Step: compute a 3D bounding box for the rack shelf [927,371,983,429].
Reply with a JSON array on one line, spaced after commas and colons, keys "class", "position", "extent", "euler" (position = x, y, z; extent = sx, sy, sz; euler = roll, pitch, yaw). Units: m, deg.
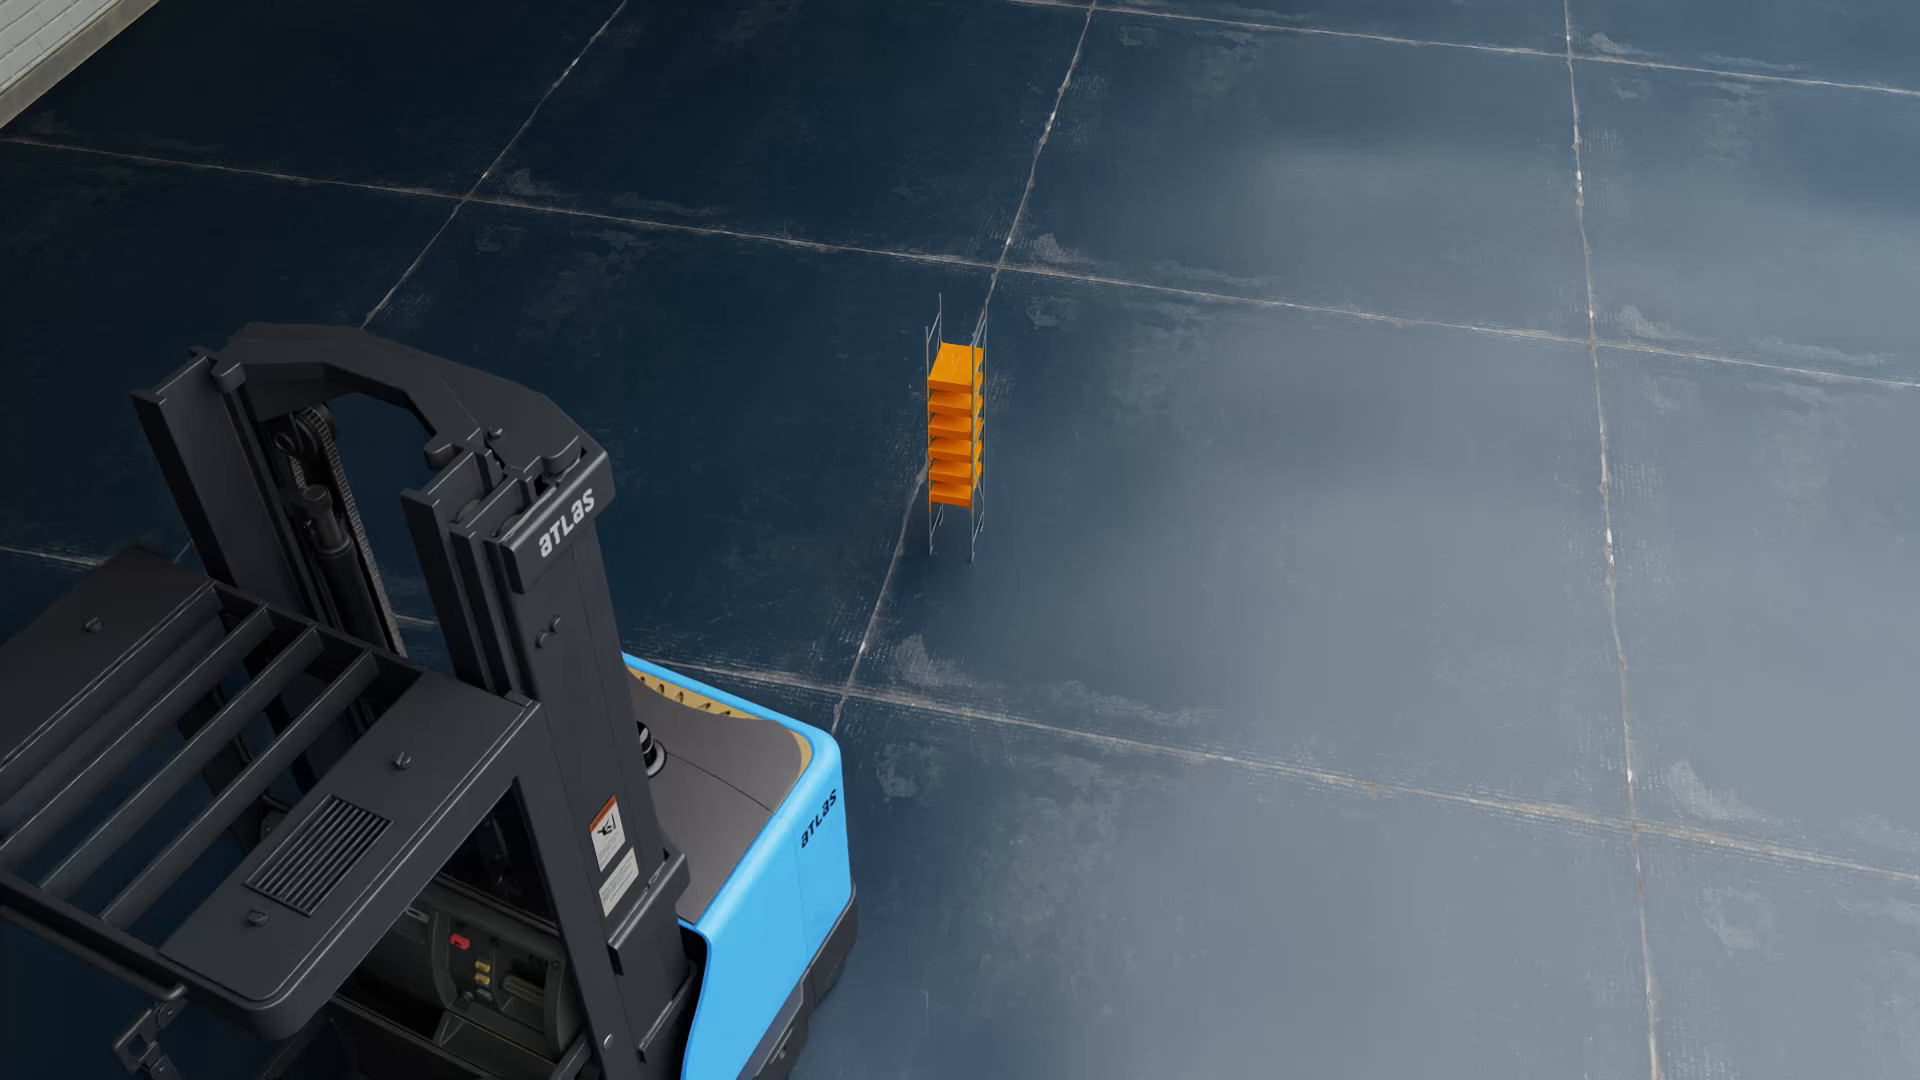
[{"class": "rack shelf", "position": [-0.014, -0.575, 6.661], "extent": [0.180, 0.103, 0.258], "euler": [9, 45, 9]}]

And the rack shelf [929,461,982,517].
[{"class": "rack shelf", "position": [-0.014, -0.230, 6.993], "extent": [0.180, 0.103, 0.258], "euler": [9, 45, 9]}]

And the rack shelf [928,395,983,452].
[{"class": "rack shelf", "position": [-0.014, -0.489, 6.744], "extent": [0.180, 0.103, 0.258], "euler": [9, 45, 9]}]

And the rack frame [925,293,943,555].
[{"class": "rack frame", "position": [-0.103, -0.448, 6.811], "extent": [0.006, 1.200, 0.240], "euler": [9, 45, 9]}]

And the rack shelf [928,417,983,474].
[{"class": "rack shelf", "position": [-0.014, -0.402, 6.827], "extent": [0.180, 0.103, 0.258], "euler": [9, 45, 9]}]

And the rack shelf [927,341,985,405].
[{"class": "rack shelf", "position": [-0.014, -0.662, 6.577], "extent": [0.180, 0.103, 0.258], "euler": [9, 45, 9]}]

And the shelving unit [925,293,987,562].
[{"class": "shelving unit", "position": [-0.014, -0.434, 6.796], "extent": [0.189, 1.200, 0.258], "euler": [9, 45, 9]}]

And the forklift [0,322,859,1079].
[{"class": "forklift", "position": [-1.448, 1.088, 3.966], "extent": [1.130, 2.935, 3.031], "euler": [19, 47, 18]}]

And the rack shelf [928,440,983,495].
[{"class": "rack shelf", "position": [-0.014, -0.316, 6.910], "extent": [0.180, 0.103, 0.258], "euler": [9, 45, 9]}]

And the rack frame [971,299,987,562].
[{"class": "rack frame", "position": [0.075, -0.421, 6.782], "extent": [0.006, 1.200, 0.240], "euler": [9, 45, 9]}]
